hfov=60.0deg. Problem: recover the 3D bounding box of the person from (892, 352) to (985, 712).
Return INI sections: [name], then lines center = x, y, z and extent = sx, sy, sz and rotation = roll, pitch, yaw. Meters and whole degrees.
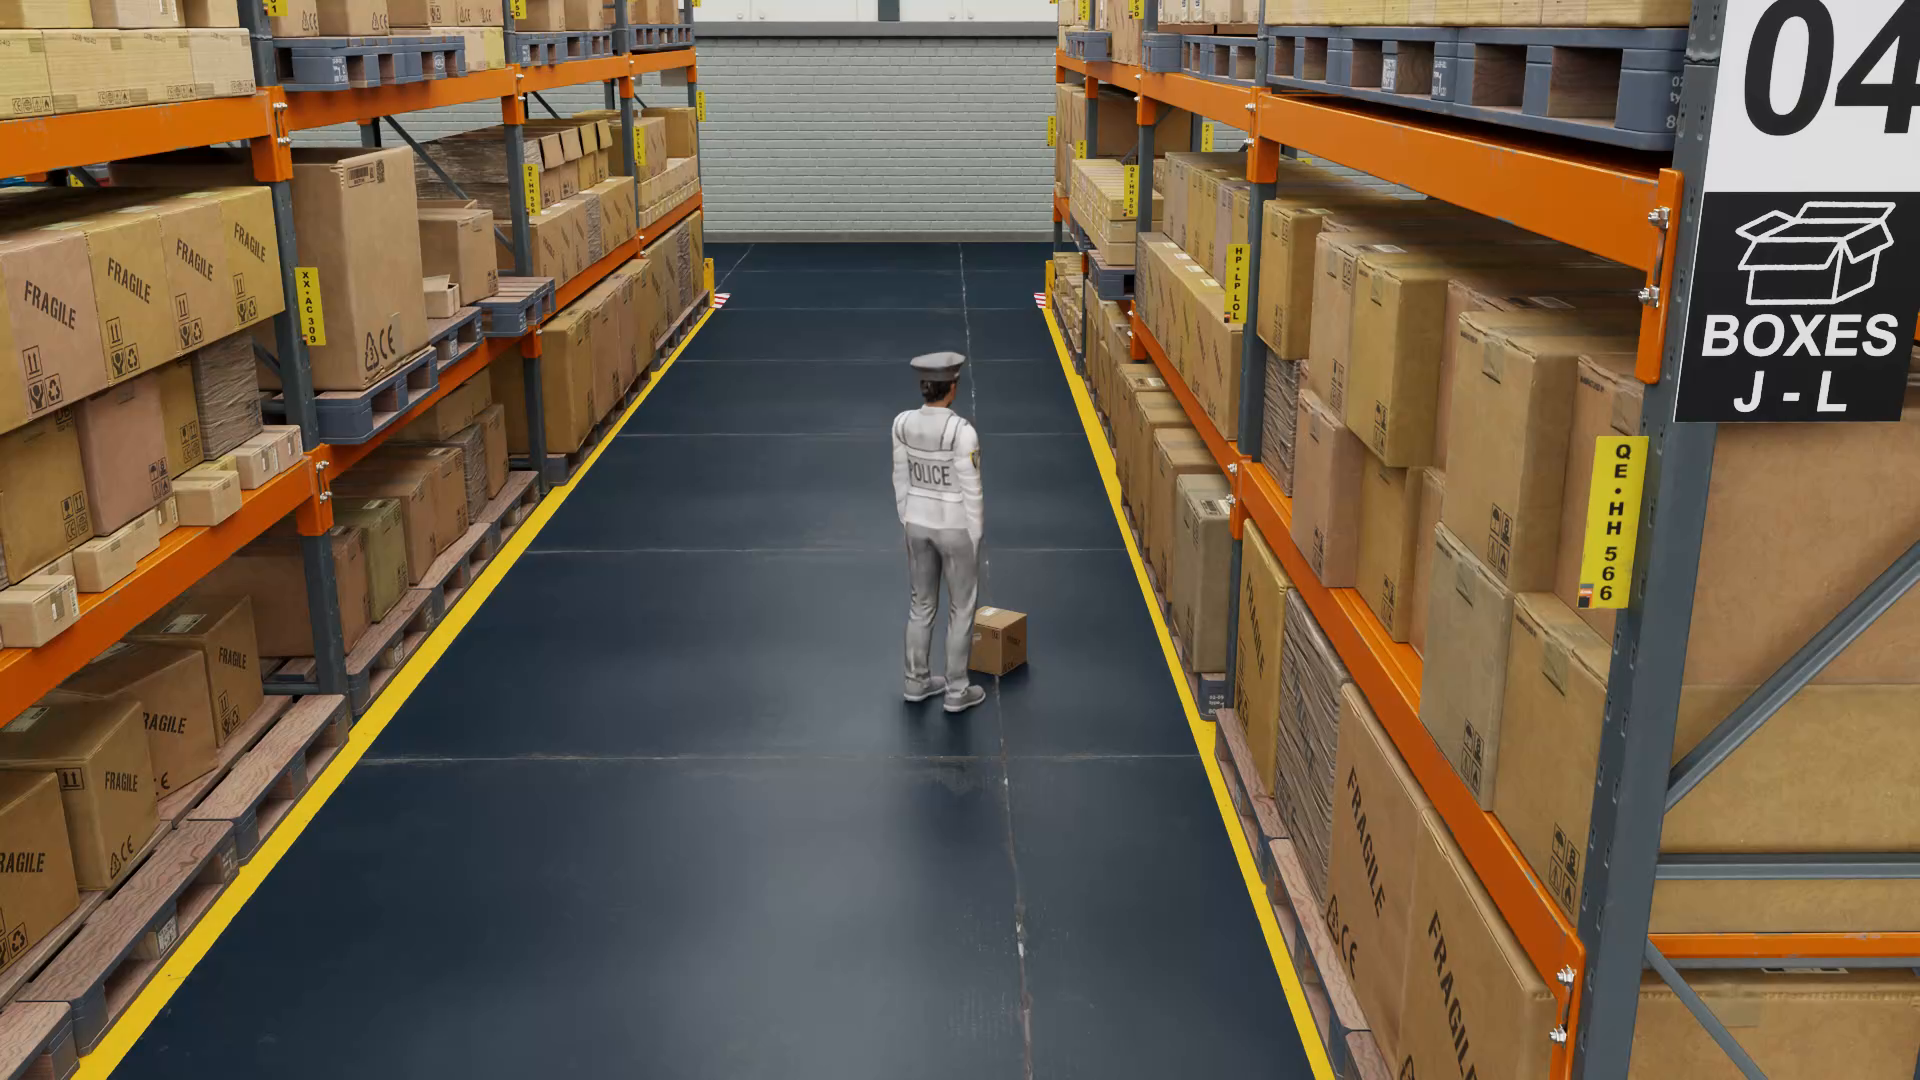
[person]
center = -0.091, -0.038, 7.679
extent = 0.469, 1.663, 0.328
rotation = 11, 20, 32
